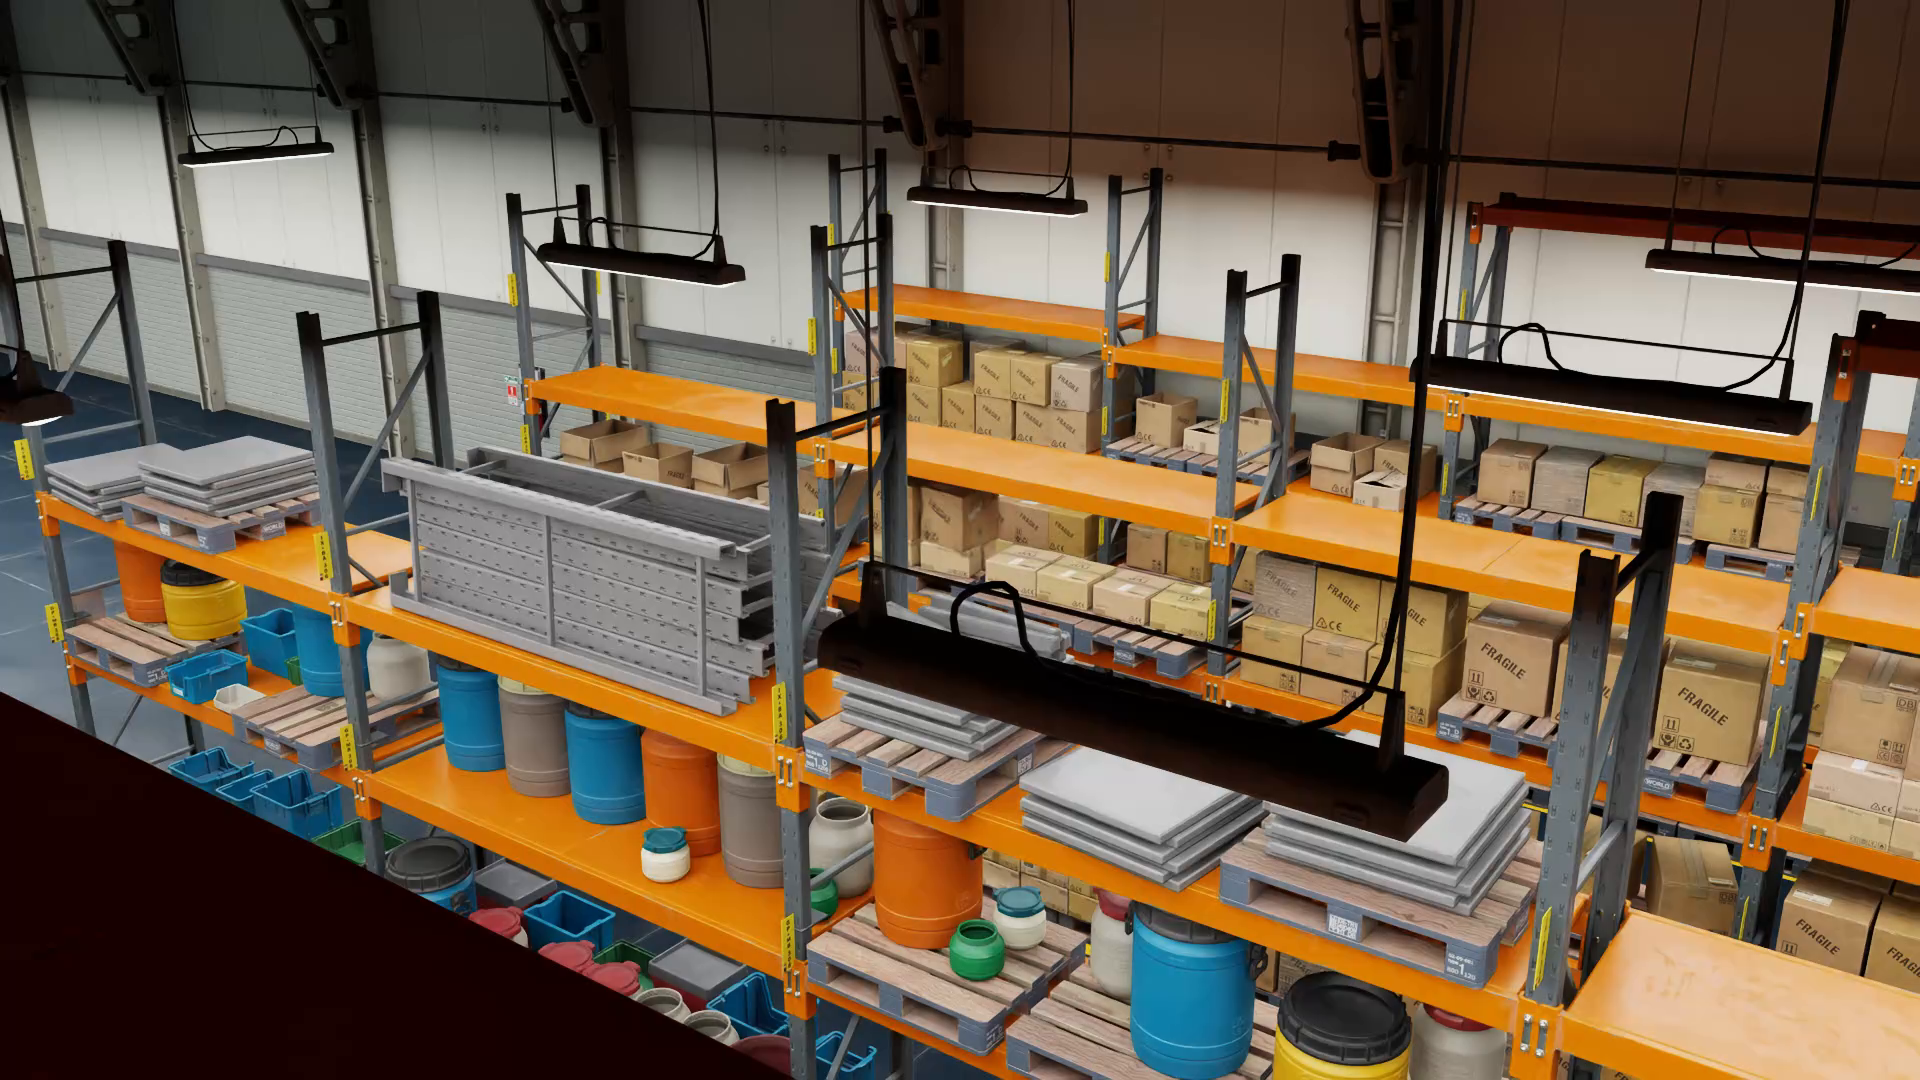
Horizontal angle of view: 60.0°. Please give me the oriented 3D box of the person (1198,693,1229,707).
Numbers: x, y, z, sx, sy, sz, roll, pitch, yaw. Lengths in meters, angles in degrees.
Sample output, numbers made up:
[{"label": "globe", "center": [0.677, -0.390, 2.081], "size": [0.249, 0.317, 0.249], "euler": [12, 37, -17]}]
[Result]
[{"label": "person", "center": [2.323, 2.060, 16.212], "size": [1.084, 1.699, 0.622], "euler": [13, 23, 35]}]
